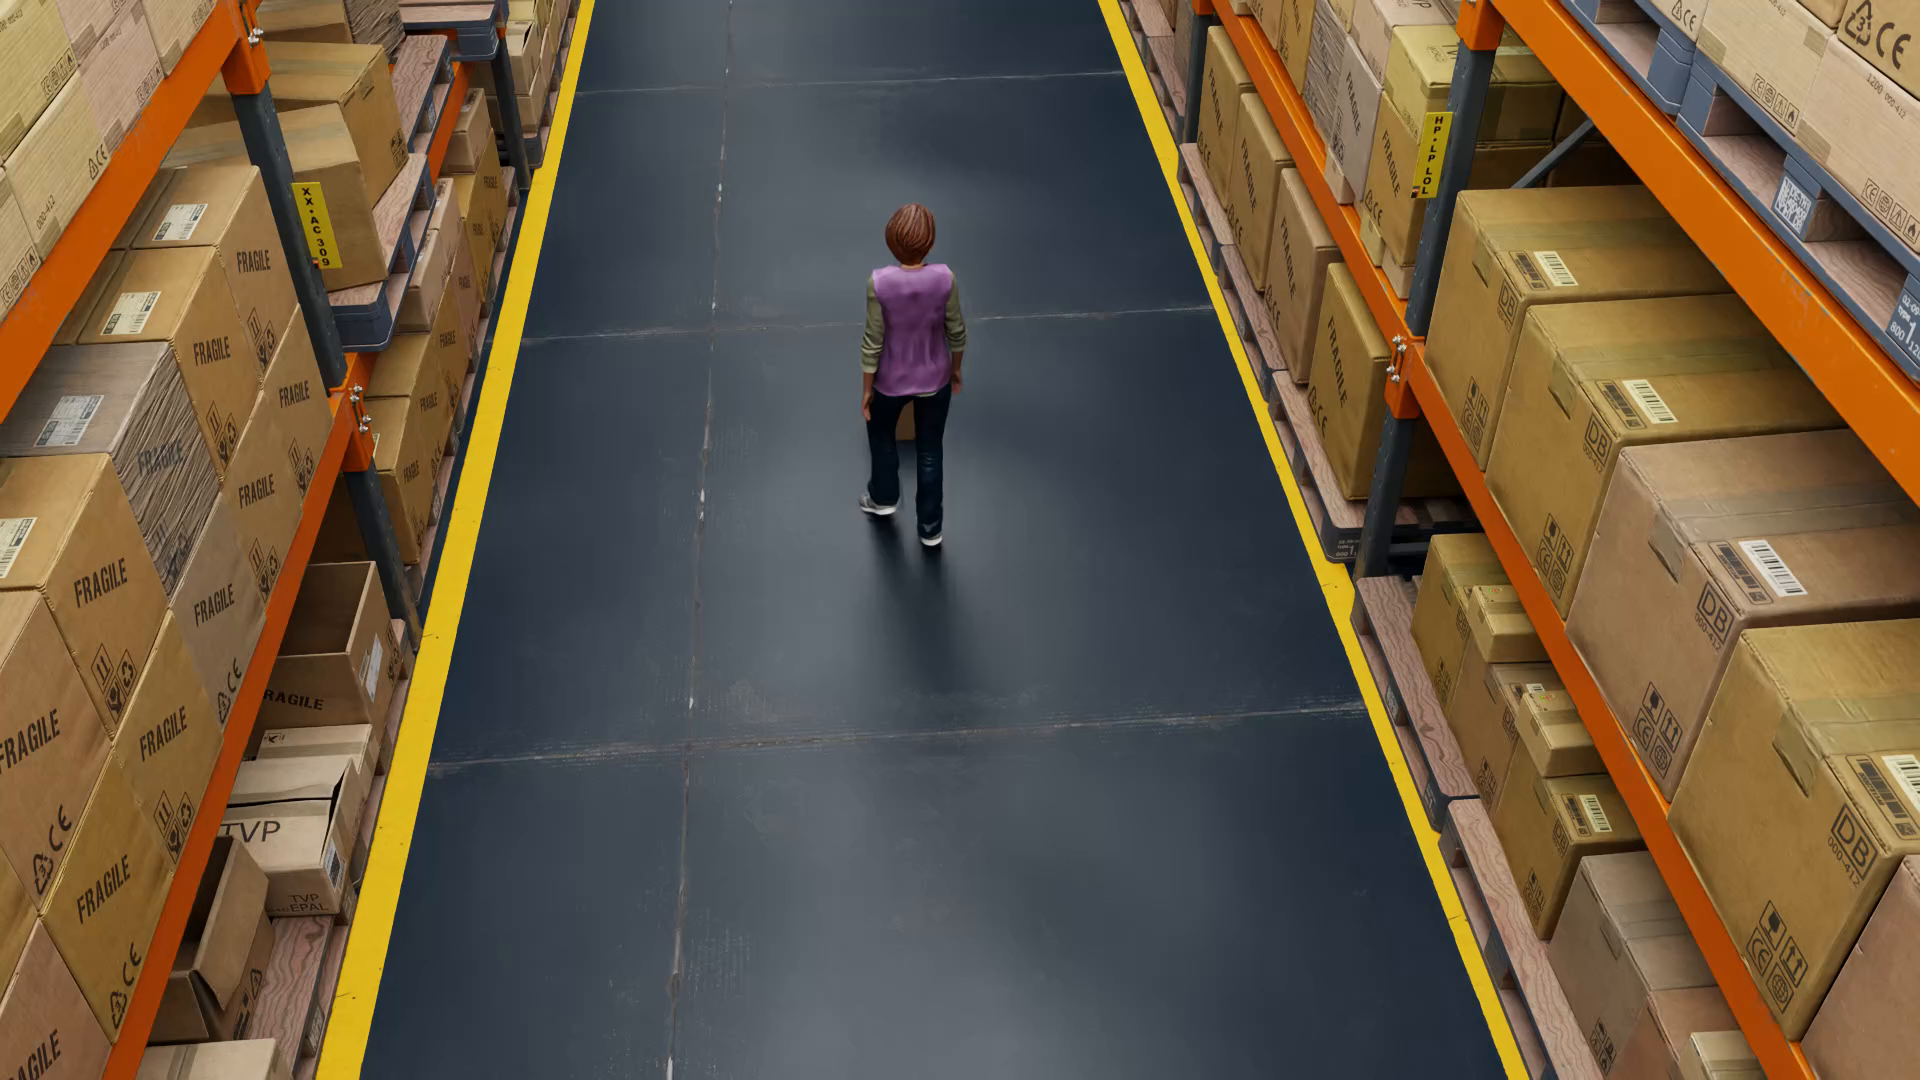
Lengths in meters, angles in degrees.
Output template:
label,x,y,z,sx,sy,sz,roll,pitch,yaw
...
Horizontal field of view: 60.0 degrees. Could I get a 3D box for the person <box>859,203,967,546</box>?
label,x,y,z,sx,sy,sz,roll,pitch,yaw
person,-0.211,-0.684,6.986,0.450,1.633,0.493,-7,40,-8
